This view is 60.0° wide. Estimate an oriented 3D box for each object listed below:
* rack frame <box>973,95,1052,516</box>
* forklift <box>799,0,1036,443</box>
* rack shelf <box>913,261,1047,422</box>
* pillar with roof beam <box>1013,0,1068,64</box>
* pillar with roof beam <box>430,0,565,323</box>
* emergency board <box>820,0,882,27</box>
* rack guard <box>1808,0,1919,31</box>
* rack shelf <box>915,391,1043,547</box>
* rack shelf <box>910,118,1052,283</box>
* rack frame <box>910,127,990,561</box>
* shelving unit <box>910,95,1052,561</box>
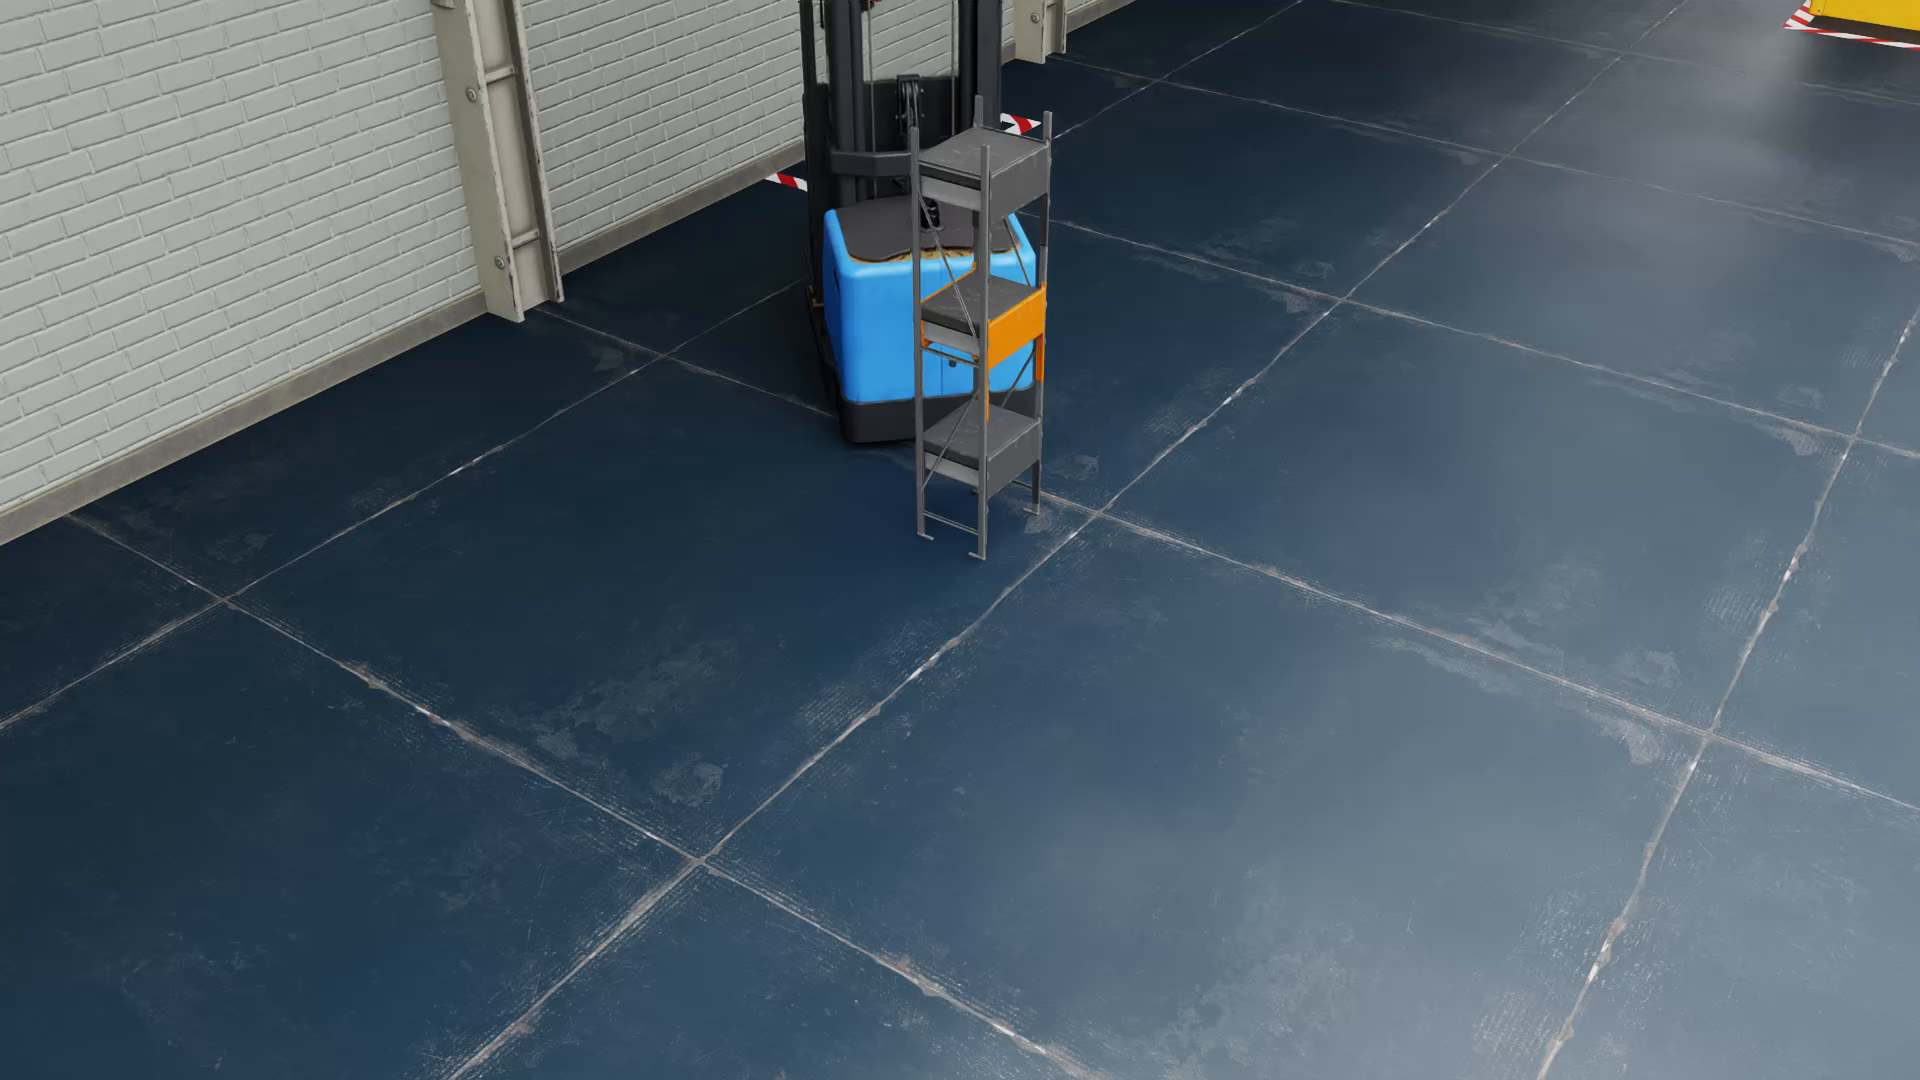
[{"bbox_3d":[0.234,-1.058,7.940,0.400,2.100,0.015,21,39,28],"label":"rack frame"},{"bbox_3d":[-0.359,-2.551,9.406,1.130,2.935,3.031,-6,34,-8],"label":"forklift"},{"bbox_3d":[0.094,-0.935,7.782,0.431,0.518,0.480,21,39,28],"label":"rack shelf"},{"bbox_3d":[4.228,-6.590,9.961,9.100,9.000,0.400,21,39,28],"label":"pillar with roof beam"},{"bbox_3d":[0.806,-3.829,5.878,9.100,9.000,0.400,21,39,28],"label":"pillar with roof beam"},{"bbox_3d":[-0.750,-4.355,12.012,0.194,1.169,0.643,21,39,28],"label":"emergency board"},{"bbox_3d":[8.481,-5.015,15.220,1.175,0.500,0.348,21,39,28],"label":"rack guard"},{"bbox_3d":[0.094,-0.355,8.174,0.431,0.518,0.480,21,39,28],"label":"rack shelf"},{"bbox_3d":[0.094,-1.515,7.390,0.431,0.518,0.480,21,39,28],"label":"rack shelf"},{"bbox_3d":[-0.045,-0.834,7.608,0.400,2.100,0.015,21,39,28],"label":"rack frame"},{"bbox_3d":[0.094,-0.946,7.774,0.431,2.100,0.503,21,39,28],"label":"shelving unit"}]
